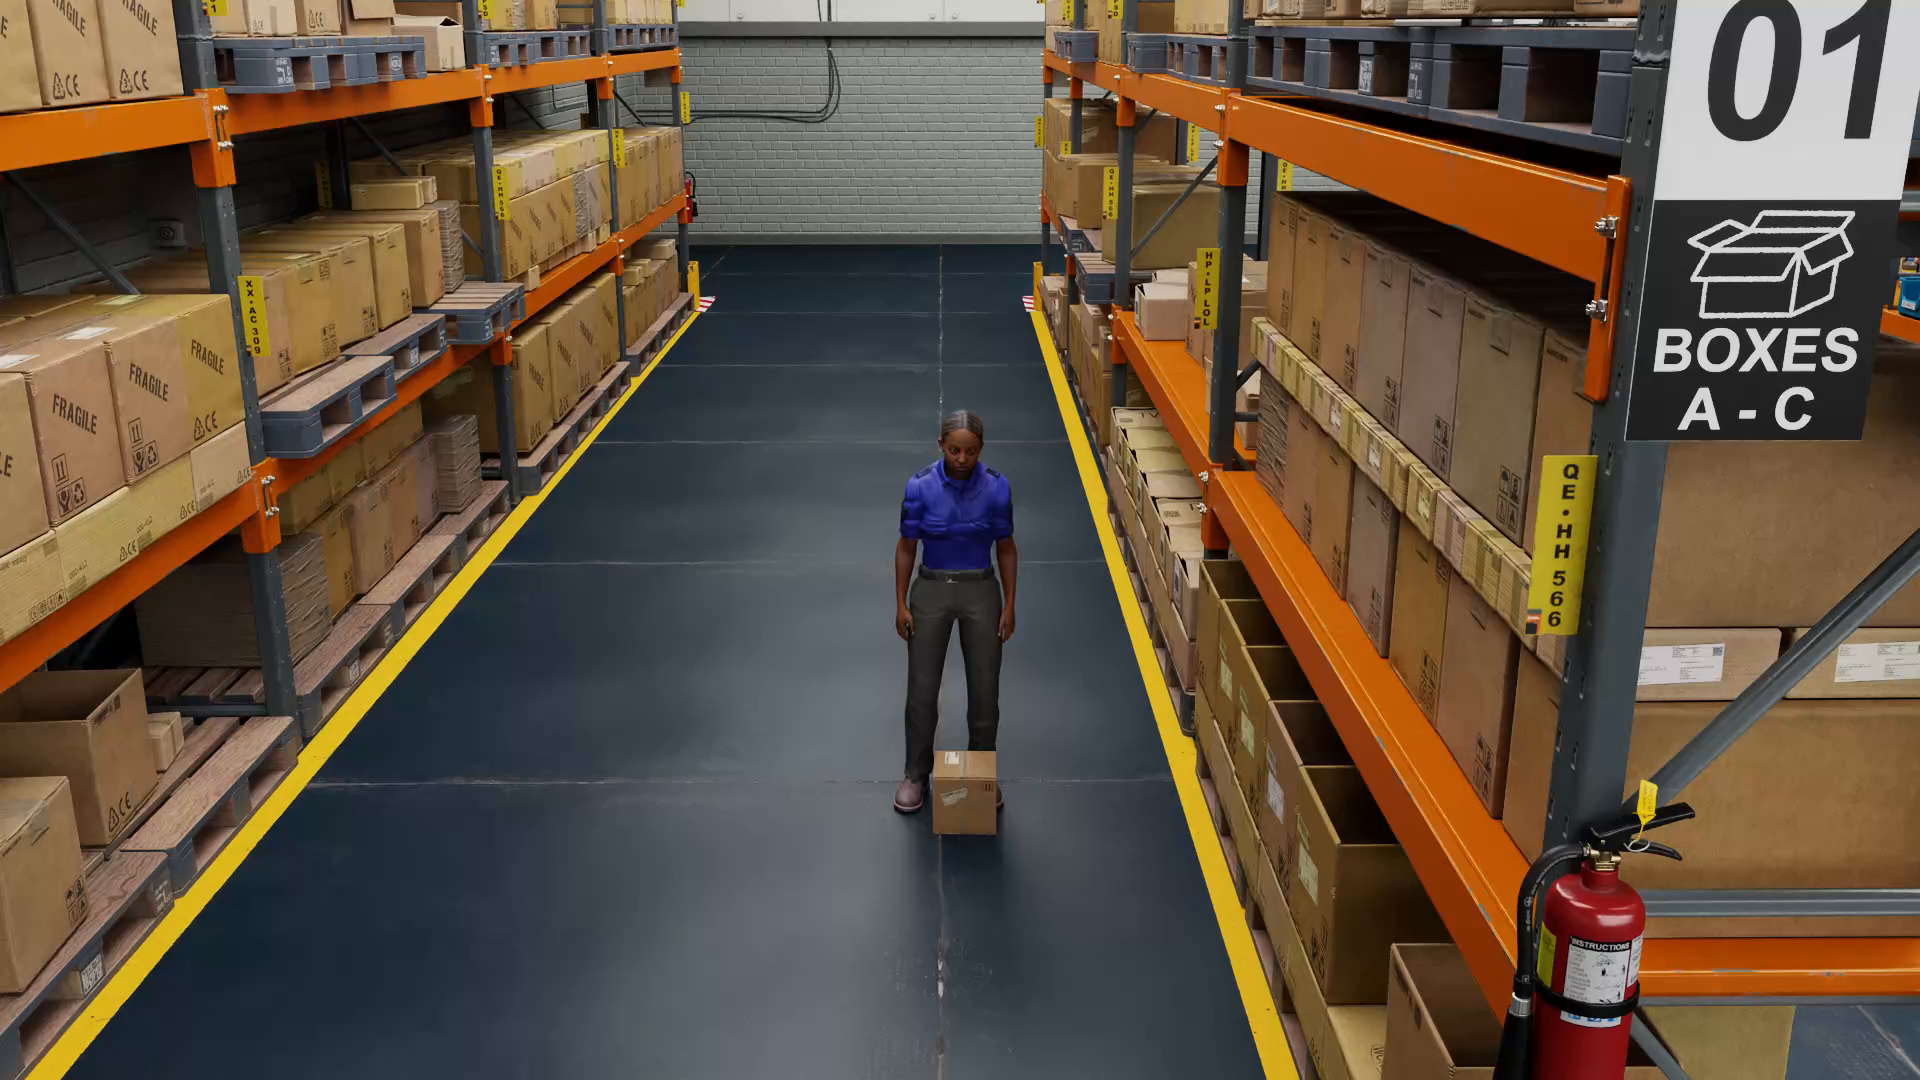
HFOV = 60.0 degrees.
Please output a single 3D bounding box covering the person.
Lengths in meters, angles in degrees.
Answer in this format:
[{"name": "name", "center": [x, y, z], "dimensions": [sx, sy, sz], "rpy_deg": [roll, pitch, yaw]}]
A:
[{"name": "person", "center": [-0.022, 0.272, 6.680], "dimensions": [0.506, 1.654, 0.350], "rpy_deg": [-1, 17, -2]}]
